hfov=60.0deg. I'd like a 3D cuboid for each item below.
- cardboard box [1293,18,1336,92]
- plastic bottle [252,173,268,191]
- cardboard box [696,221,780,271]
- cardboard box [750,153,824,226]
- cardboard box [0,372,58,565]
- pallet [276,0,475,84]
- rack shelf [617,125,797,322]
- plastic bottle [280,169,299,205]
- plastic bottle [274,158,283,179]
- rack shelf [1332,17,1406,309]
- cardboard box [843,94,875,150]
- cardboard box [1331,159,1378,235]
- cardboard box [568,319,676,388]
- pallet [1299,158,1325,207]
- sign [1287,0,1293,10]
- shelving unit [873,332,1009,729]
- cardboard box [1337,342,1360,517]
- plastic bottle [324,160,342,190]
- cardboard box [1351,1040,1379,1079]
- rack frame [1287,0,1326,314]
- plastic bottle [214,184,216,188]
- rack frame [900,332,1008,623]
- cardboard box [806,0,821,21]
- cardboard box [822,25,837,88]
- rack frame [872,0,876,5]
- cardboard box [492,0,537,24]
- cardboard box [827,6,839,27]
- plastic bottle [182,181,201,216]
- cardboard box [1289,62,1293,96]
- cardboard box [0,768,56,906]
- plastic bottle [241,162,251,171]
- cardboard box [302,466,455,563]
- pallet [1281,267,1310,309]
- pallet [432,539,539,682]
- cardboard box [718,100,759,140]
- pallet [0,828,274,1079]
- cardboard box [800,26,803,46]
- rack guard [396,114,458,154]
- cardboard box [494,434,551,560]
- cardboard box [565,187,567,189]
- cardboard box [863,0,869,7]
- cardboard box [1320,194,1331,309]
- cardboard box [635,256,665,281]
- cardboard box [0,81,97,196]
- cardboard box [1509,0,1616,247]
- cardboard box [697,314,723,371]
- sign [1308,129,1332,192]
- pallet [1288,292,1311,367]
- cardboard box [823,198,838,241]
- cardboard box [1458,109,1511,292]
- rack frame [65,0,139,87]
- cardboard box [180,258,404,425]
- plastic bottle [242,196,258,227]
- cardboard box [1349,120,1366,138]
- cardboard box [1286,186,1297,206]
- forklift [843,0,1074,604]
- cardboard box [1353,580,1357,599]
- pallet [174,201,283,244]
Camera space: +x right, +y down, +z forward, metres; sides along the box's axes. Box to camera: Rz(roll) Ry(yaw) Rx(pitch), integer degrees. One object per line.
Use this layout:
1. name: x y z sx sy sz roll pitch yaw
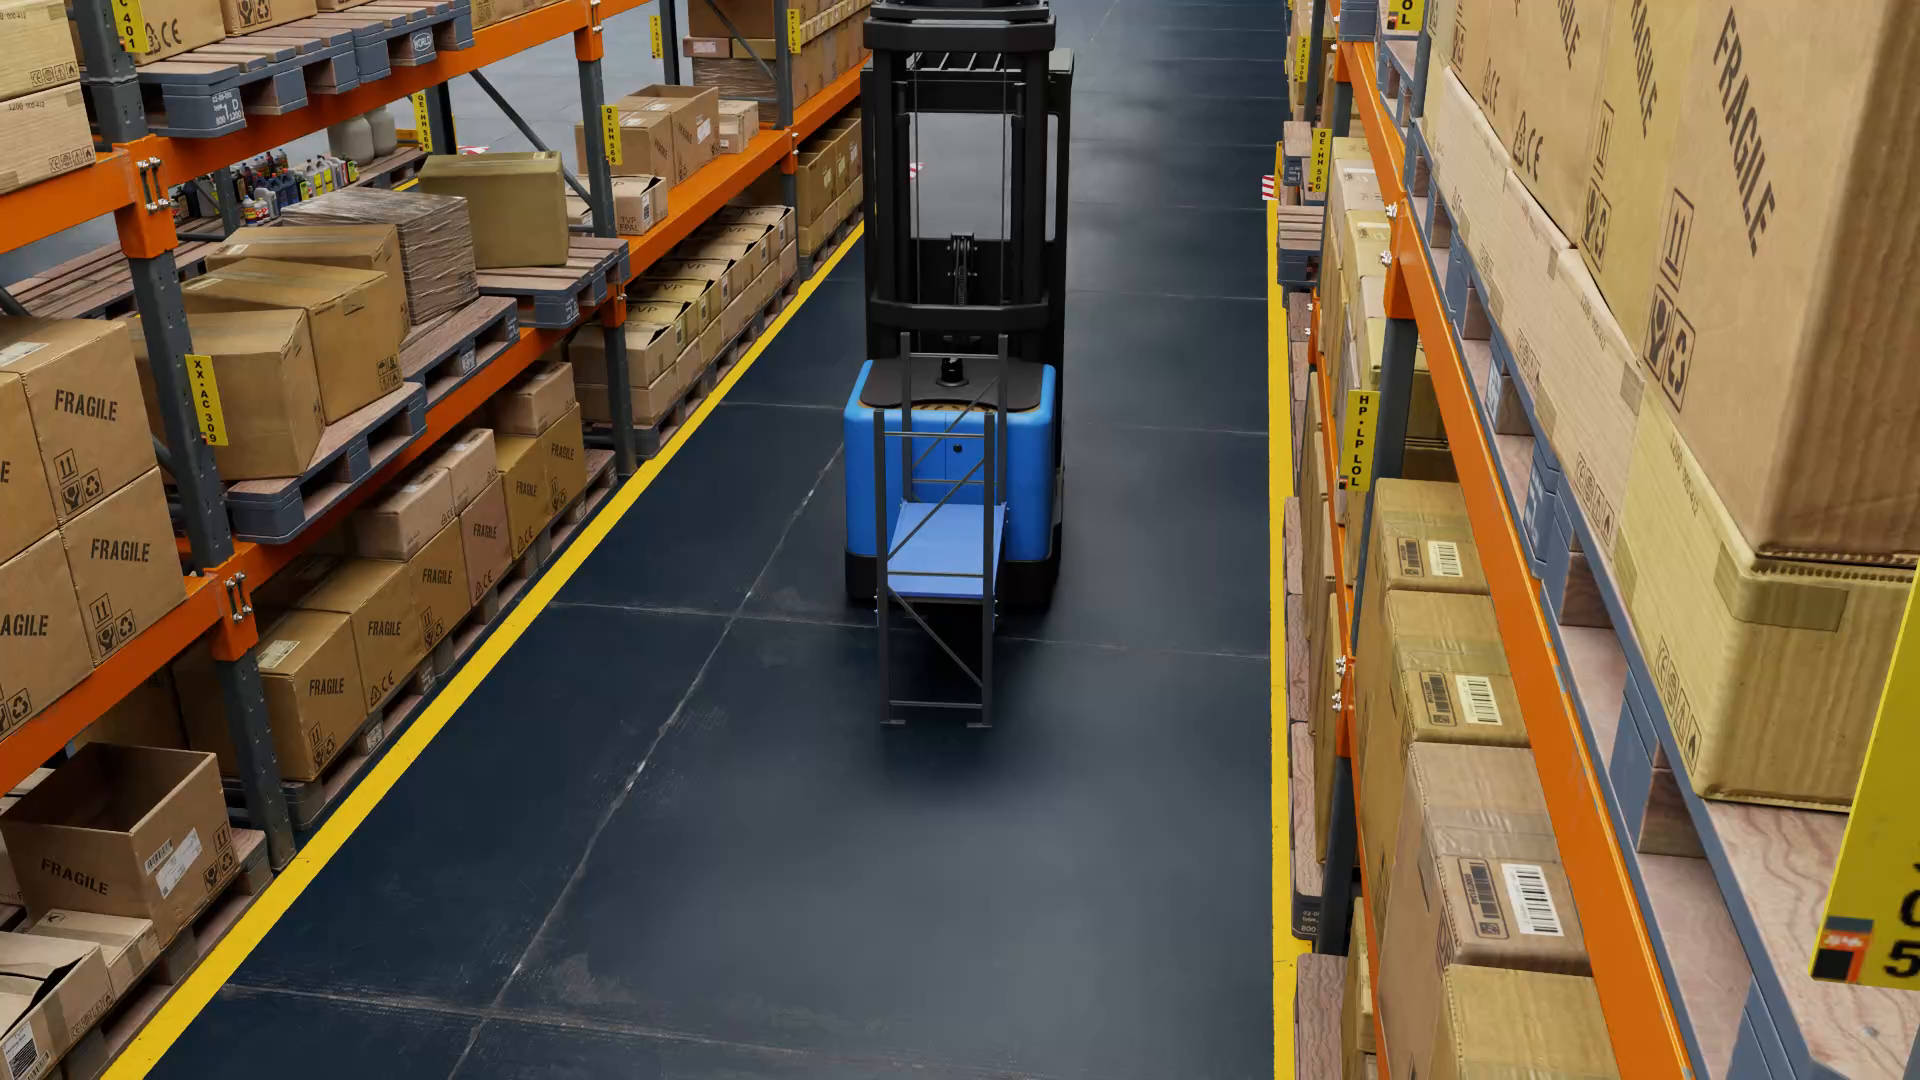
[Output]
1. cardboard box: 2.916 -3.834 13.172 0.500 0.500 0.500 4 25 8
2. plastic bottle: -6.307 -3.130 15.004 0.144 0.351 0.185 4 25 9
3. cardboard box: -1.682 -2.258 12.623 0.500 0.311 0.500 5 25 10
4. cardboard box: -1.435 -2.924 13.821 0.500 0.500 0.500 4 25 9
5. cardboard box: -3.036 -0.175 4.788 0.500 0.500 0.500 4 25 8
6. pallet: -2.785 -2.096 6.873 1.213 0.211 1.003 4 25 9
7. rack shelf: -2.147 -2.304 11.484 1.077 0.370 4.000 4 25 9
8. plastic bottle: -6.134 -3.199 15.151 0.144 0.351 0.185 3 25 6
9. plastic bottle: -6.673 -3.636 16.262 0.097 0.201 0.097 0 25 0
10. rack shelf: 2.087 -1.648 6.544 1.077 0.370 4.000 4 25 9
11. cardboard box: -0.961 -4.179 16.504 0.500 0.500 0.500 4 25 9
12. cardboard box: 1.998 -1.584 7.719 0.500 0.250 0.500 4 25 8
13. cardboard box: -2.099 -1.191 10.344 0.500 0.311 0.500 5 26 10
14. pallet: 2.697 -2.196 10.630 1.003 0.211 1.213 4 25 9
15. sign: 3.186 -5.228 15.859 0.100 0.325 0.005 4 25 9
16. shelving unit: -0.067 -0.064 7.617 0.538 1.500 1.048 2 25 4
17. cardboard box: 1.660 -0.393 6.059 0.500 0.500 0.500 4 25 9
18. plastic bottle: -6.011 -3.490 15.862 0.152 0.276 0.135 3 25 7
19. cardboard box: 1.451 1.678 4.580 0.700 0.500 0.500 4 25 8
20. rack frame: 3.068 -3.125 12.388 1.000 3.000 0.127 4 25 9
21. plastic bottle: -6.704 -3.147 15.129 0.152 0.276 0.135 4 25 9
22. rack frame: -0.028 -0.279 8.076 0.500 1.500 0.032 2 25 4
23. cardboard box: -1.590 -4.706 14.118 0.700 0.500 0.500 4 25 8
24. cardboard box: -1.506 -4.343 14.872 0.700 0.500 0.500 5 26 10
25. rack frame: -1.166 -5.140 16.692 1.000 3.000 0.127 4 25 9
26. cardboard box: -2.595 -2.800 8.036 0.910 0.500 0.500 4 25 9
27. cardboard box: -1.292 -4.657 14.778 0.380 0.149 0.250 4 25 8
28. plastic bottle: -6.885 -3.100 14.941 0.144 0.351 0.185 3 25 7
29. cardboard box: 3.084 -3.915 14.229 0.500 0.250 0.500 4 25 9
30. cardboard box: -3.410 1.058 6.104 0.500 0.311 0.500 4 25 9
31. plastic bottle: -6.762 -3.441 15.763 0.097 0.271 0.097 0 25 0
32. cardboard box: -2.645 -0.131 7.537 0.500 0.250 0.500 4 25 9
33. pallet: 3.142 -2.146 13.585 1.003 0.211 1.213 4 25 9
34. pallet: -2.835 0.288 8.387 1.003 0.211 1.213 4 25 9
35. cardboard box: -1.858 -3.190 12.704 0.500 0.250 0.500 6 26 12
36. pallet: -3.241 1.429 5.948 1.003 0.211 1.213 4 25 9
37. cardboard box: -1.504 -4.118 13.626 0.380 0.149 0.250 3 25 7
38. rack guard: -6.019 -4.317 17.884 1.175 0.500 0.348 4 25 9
39. cardboard box: -2.480 -0.237 8.648 0.500 0.500 0.500 3 25 7
40. cardboard box: -2.321 -2.217 10.745 0.380 0.149 0.250 6 26 12
41. cardboard box: -1.082 -5.196 15.930 0.380 0.149 0.250 5 25 10
42. cardboard box: 2.082 -1.456 8.329 0.500 0.500 0.500 5 26 10
43. cardboard box: -2.383 -1.867 11.787 0.500 0.311 0.500 5 25 10
44. cardboard box: -2.945 -1.190 4.892 0.500 0.250 0.500 4 25 9
45. cardboard box: 1.126 -0.724 2.400 0.500 0.500 0.500 3 25 6
46. cardboard box: -1.938 -1.366 11.377 0.500 0.250 0.500 3 25 7
47. sign: 1.877 -1.974 8.657 0.100 0.325 0.005 4 25 9
48. pallet: 2.942 -1.536 12.283 1.003 0.211 1.213 4 25 9
49. cardboard box: -1.359 -2.793 14.427 0.500 0.250 0.500 4 25 9
50. cardboard box: 1.213 -0.607 3.035 0.500 0.250 0.500 3 25 7
51. rack frame: -3.128 -2.838 4.698 1.000 3.000 0.127 4 25 9
52. cardboard box: -2.780 -0.831 6.874 0.700 0.500 0.500 8 26 17
53. plastic bottle: -6.222 -2.878 14.560 0.097 0.271 0.097 0 25 0
54. cardboard box: 2.545 -2.130 9.624 0.700 0.500 0.500 2 25 4
55. cardboard box: 3.257 -3.040 14.637 0.700 0.500 0.500 2 25 5
56. forklift: 0.050 -1.591 9.191 1.130 2.935 3.031 2 25 4
57. cardboard box: 1.536 0.164 5.633 0.380 0.149 0.250 4 25 9
58. pallet: -6.555 -2.827 15.040 1.003 0.211 1.213 4 25 9
